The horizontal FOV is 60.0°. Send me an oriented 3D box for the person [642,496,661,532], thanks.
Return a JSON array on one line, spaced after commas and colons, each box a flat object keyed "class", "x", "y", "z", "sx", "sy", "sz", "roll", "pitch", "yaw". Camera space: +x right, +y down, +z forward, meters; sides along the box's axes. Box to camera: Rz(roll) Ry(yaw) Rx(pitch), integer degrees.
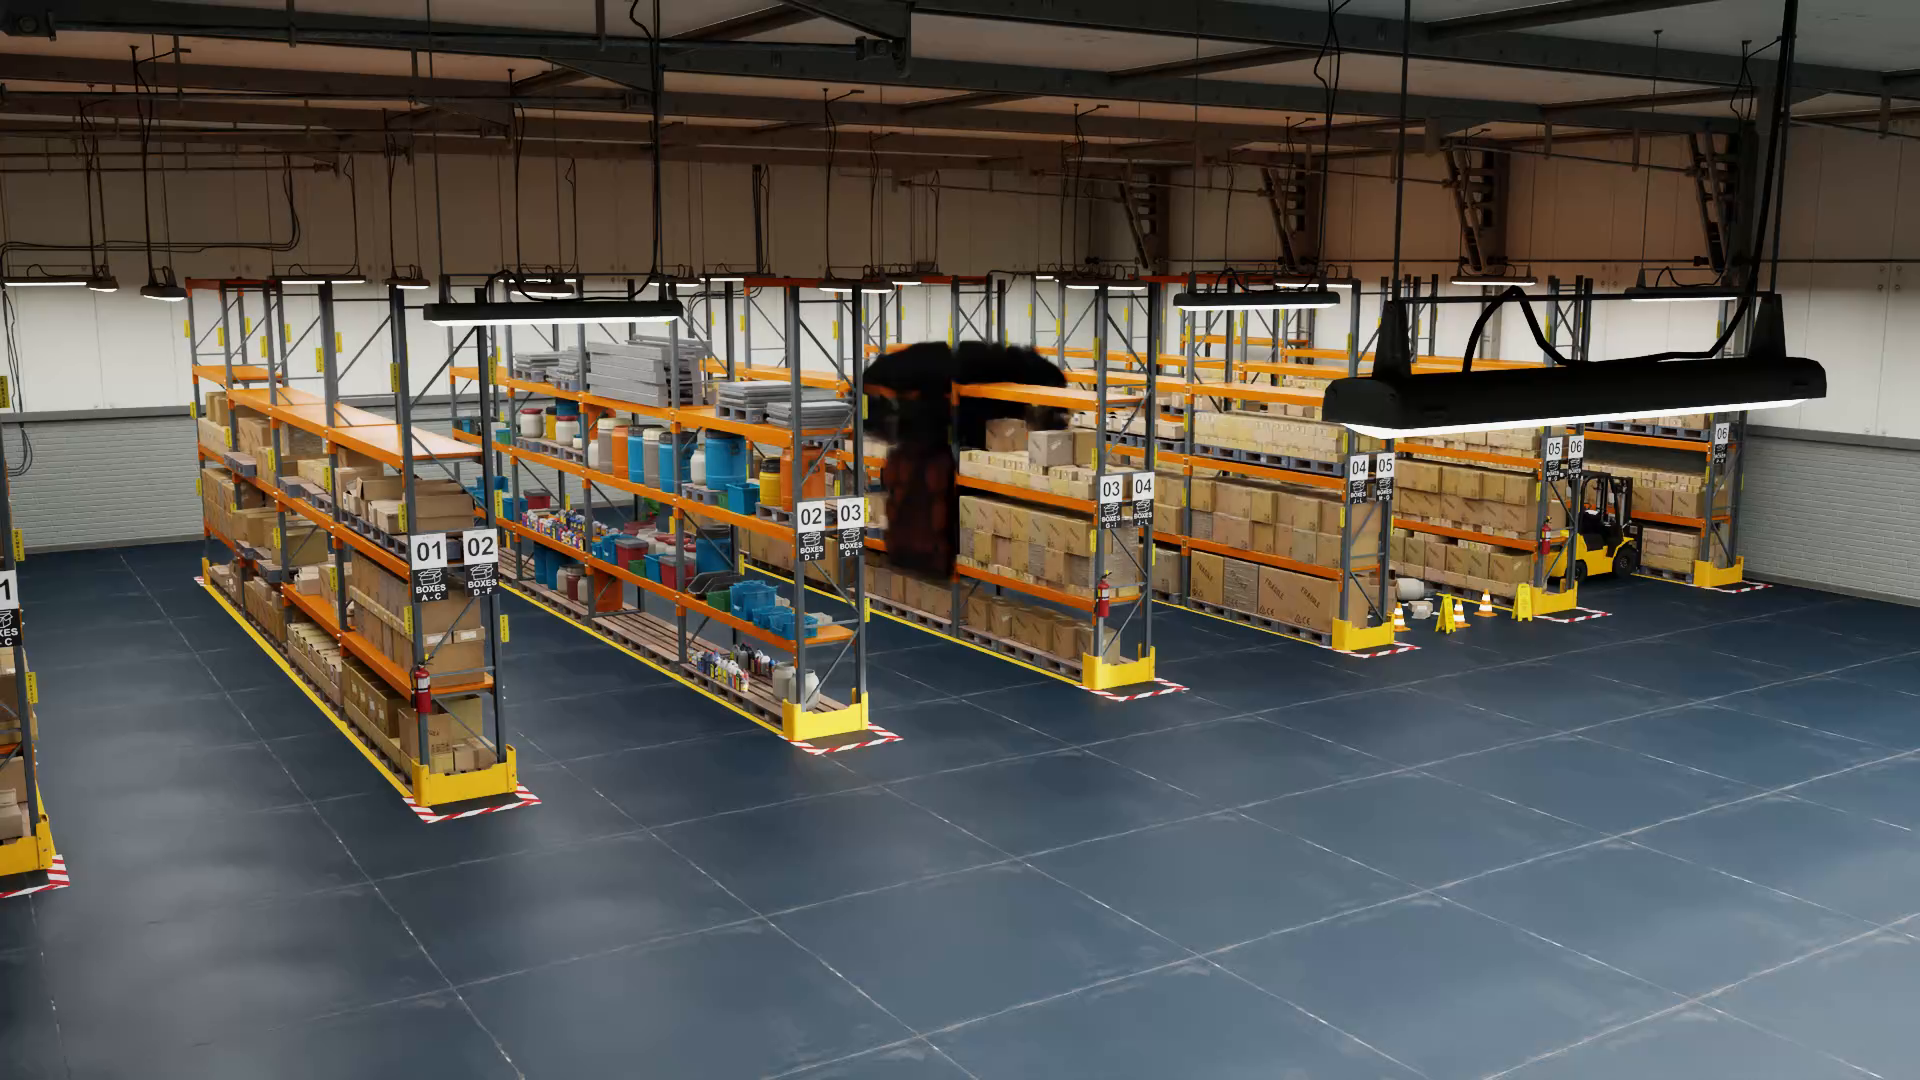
[{"class": "person", "x": -7.323, "y": -1.028, "z": 38.902, "sx": 0.627, "sy": 1.741, "sz": 0.656, "roll": -8, "pitch": 12, "yaw": -38}]
